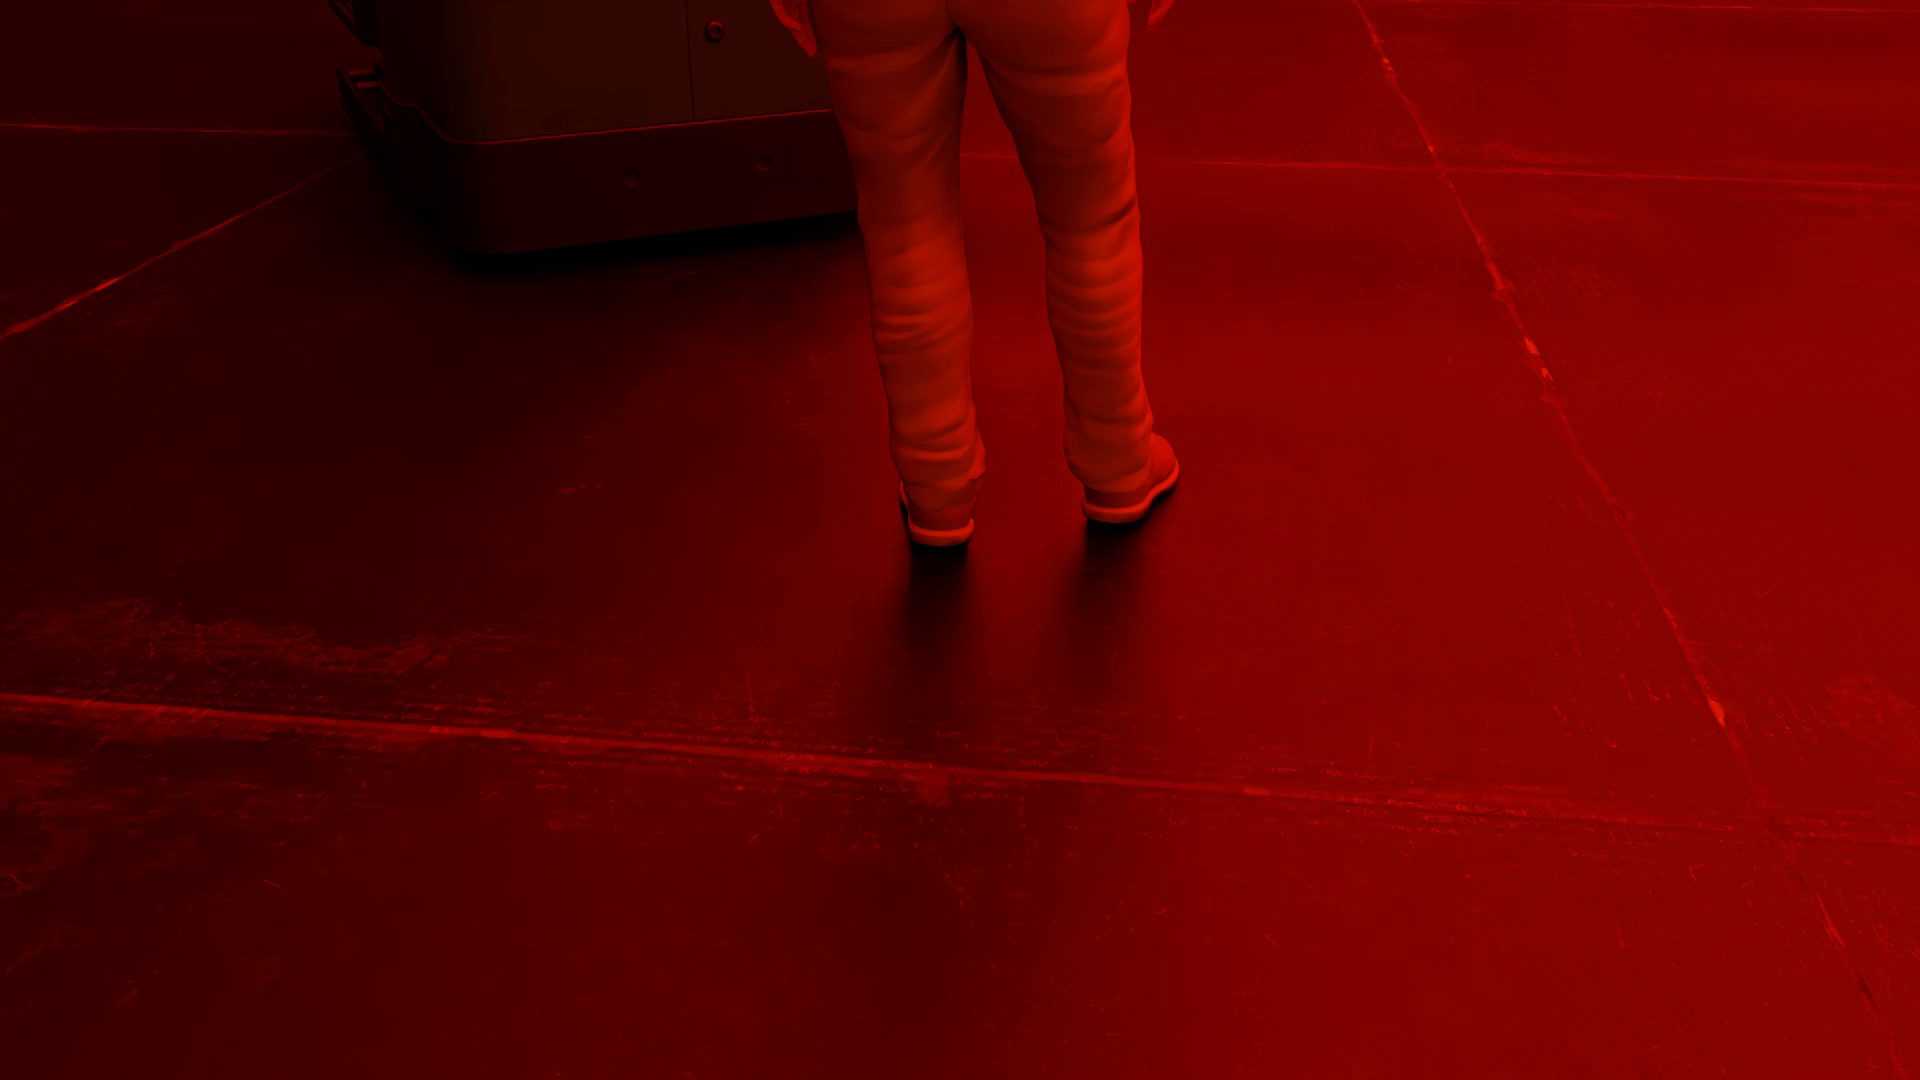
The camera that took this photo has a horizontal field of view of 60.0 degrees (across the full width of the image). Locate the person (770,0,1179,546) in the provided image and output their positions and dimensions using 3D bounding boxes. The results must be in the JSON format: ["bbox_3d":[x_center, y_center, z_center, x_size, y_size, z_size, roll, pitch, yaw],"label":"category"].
[{"bbox_3d":[0.033,-0.784,2.190,0.598,1.670,0.529,3,27,7],"label":"person"}]

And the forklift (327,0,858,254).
[{"bbox_3d":[-1.219,-2.554,4.337,1.130,2.935,3.031,-12,29,-22],"label":"forklift"}]
